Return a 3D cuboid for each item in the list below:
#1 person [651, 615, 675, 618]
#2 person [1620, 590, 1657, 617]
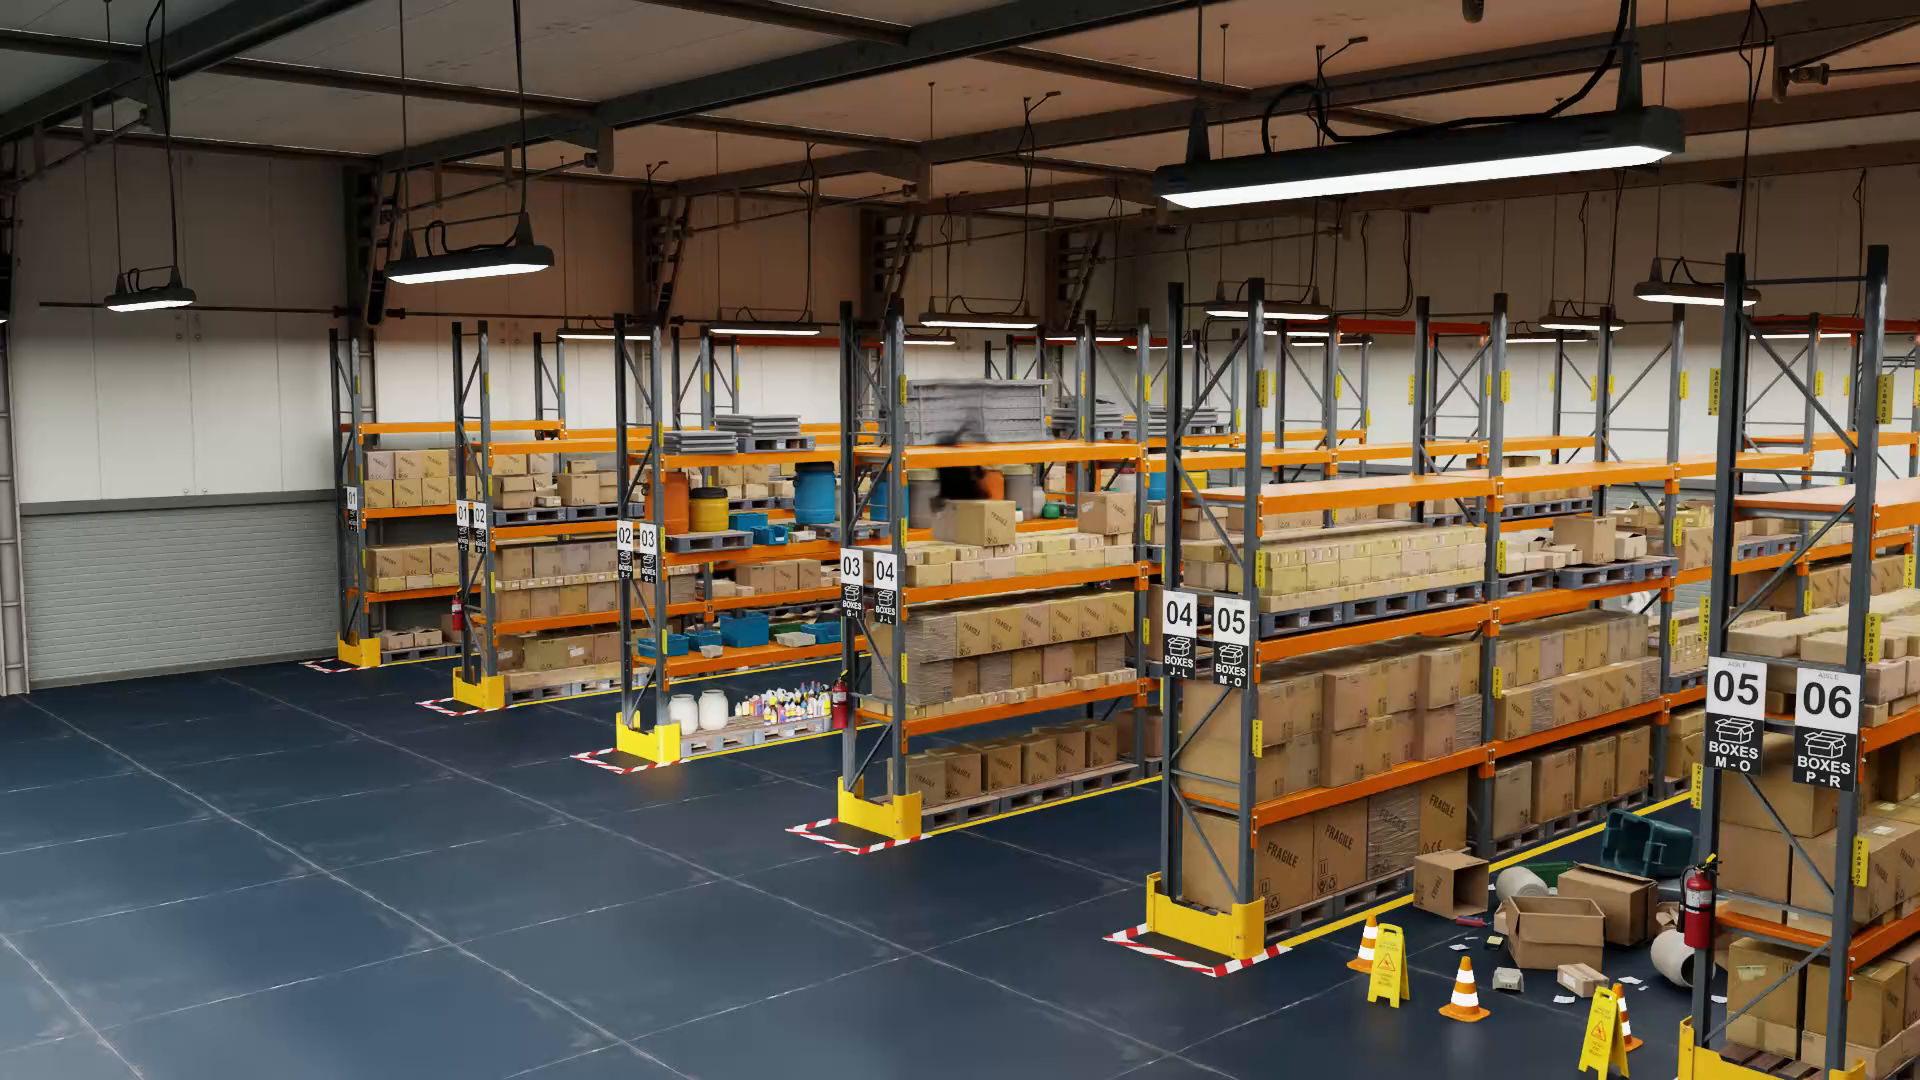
[{"bbox_3d":[-5.364,1.379,30.265,0.754,1.719,0.574,-5,7,-39],"label":"person"},{"bbox_3d":[12.051,1.408,29.479,0.711,1.746,0.688,-2,6,-15],"label":"person"}]
